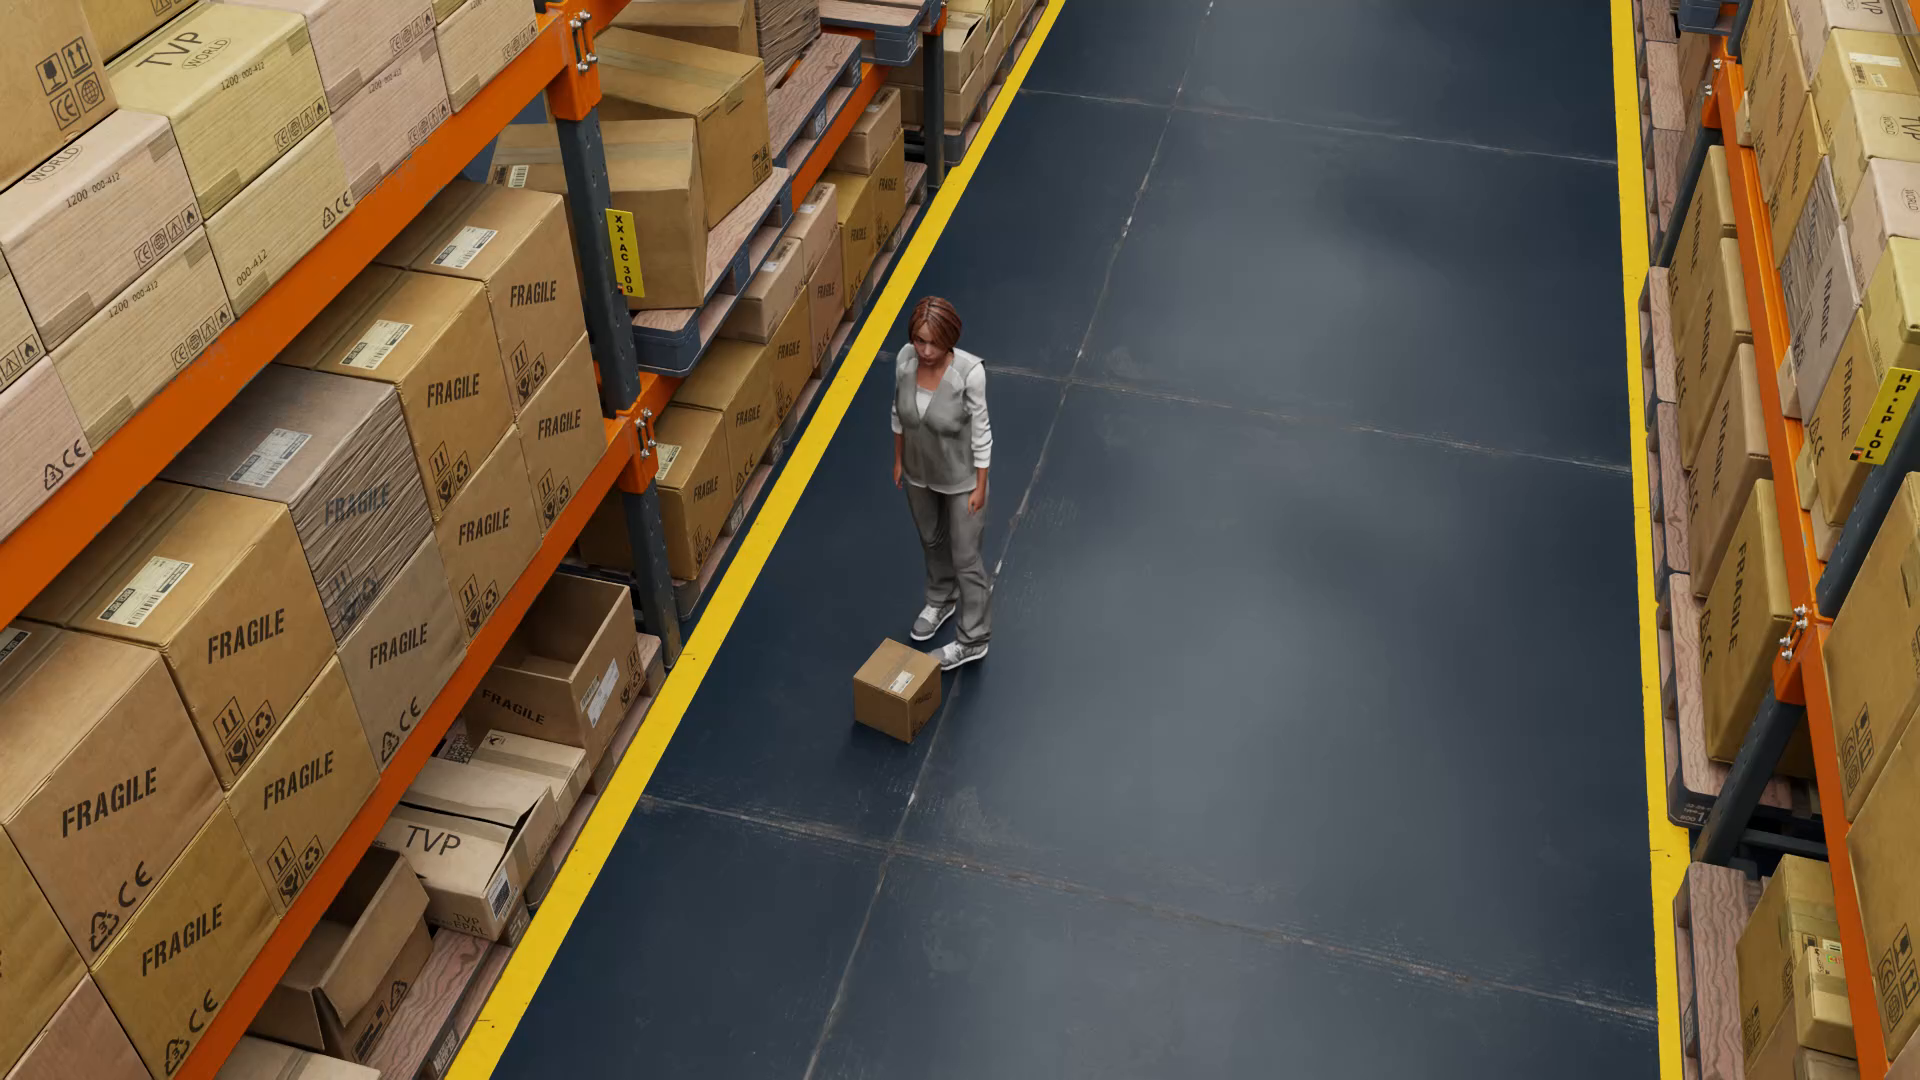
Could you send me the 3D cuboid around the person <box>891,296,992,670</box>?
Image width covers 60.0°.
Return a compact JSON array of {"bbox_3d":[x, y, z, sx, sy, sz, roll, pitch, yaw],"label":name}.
[{"bbox_3d":[-0.078,-0.199,6.398,0.490,1.575,0.425,21,46,22],"label":"person"}]
